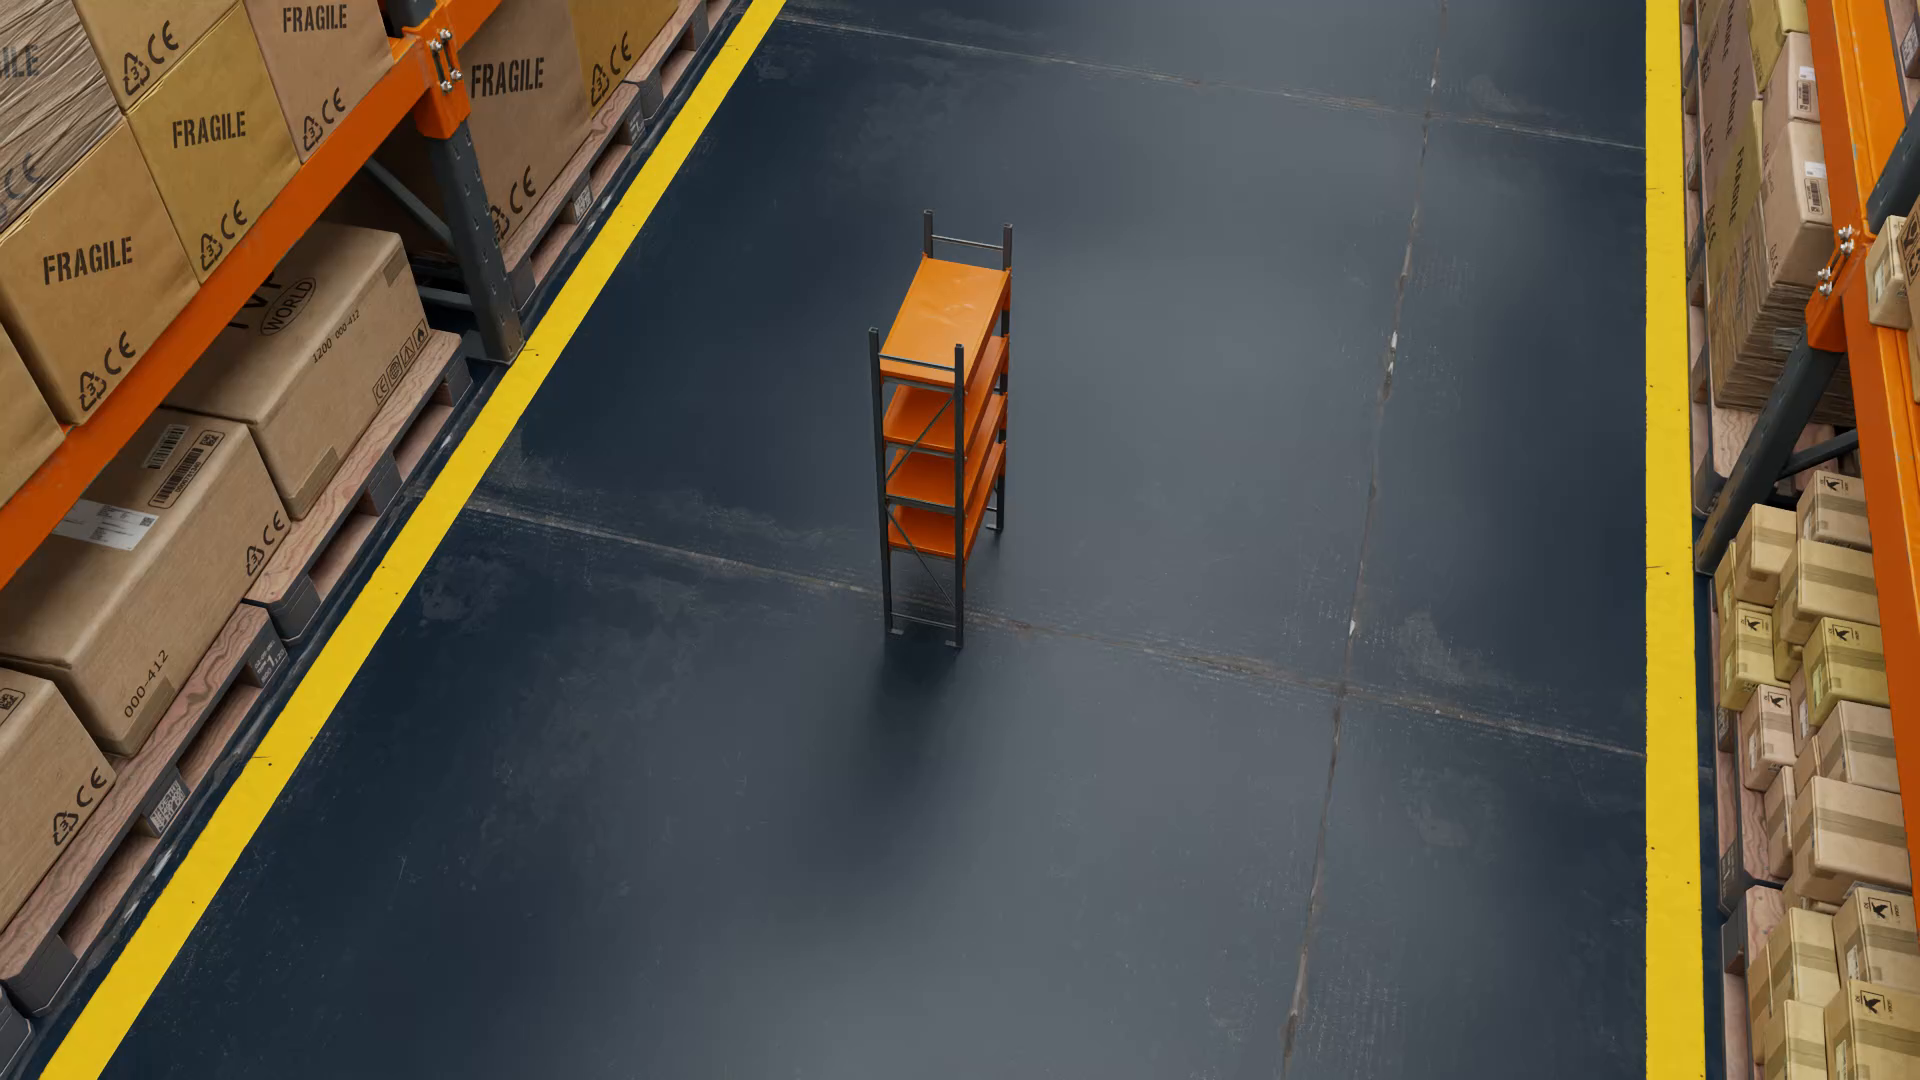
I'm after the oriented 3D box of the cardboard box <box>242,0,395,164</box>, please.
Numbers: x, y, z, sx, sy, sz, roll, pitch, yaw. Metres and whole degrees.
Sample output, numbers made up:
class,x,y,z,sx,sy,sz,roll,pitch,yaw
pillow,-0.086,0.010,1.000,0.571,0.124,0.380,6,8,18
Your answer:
class,x,y,z,sx,sy,sz,roll,pitch,yaw
cardboard box,-1.902,-1.383,4.403,0.500,0.500,0.500,12,50,10

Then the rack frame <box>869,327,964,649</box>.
class,x,y,z,sx,sy,sz,roll,pitch,yaw
rack frame,-0.108,-0.101,4.539,0.240,1.200,0.015,12,50,10

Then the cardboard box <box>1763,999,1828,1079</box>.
class,x,y,z,sx,sy,sz,roll,pitch,yaw
cardboard box,1.977,1.190,3.622,0.380,0.149,0.250,12,50,10

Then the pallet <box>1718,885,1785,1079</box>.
class,x,y,z,sx,sy,sz,roll,pitch,yaw
pallet,2.314,1.469,3.813,1.003,0.211,1.213,12,50,10

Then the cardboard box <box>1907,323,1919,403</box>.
class,x,y,z,sx,sy,sz,roll,pitch,yaw
cardboard box,2.389,-0.407,3.776,0.380,0.149,0.250,13,50,11

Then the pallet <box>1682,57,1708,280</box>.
class,x,y,z,sx,sy,sz,roll,pitch,yaw
pallet,3.298,-1.358,6.308,1.003,0.211,1.213,12,50,10

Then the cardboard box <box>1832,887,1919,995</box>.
class,x,y,z,sx,sy,sz,roll,pitch,yaw
cardboard box,2.152,0.939,3.645,0.380,0.149,0.250,10,49,8

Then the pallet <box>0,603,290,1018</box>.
class,x,y,z,sx,sy,sz,roll,pitch,yaw
pallet,-2.621,0.607,4.574,1.003,0.211,1.213,12,50,10

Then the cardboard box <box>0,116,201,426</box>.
class,x,y,z,sx,sy,sz,roll,pitch,yaw
cardboard box,-2.150,-0.643,3.750,0.500,0.500,0.500,11,49,9

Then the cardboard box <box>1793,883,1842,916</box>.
class,x,y,z,sx,sy,sz,roll,pitch,yaw
cardboard box,2.193,0.846,3.925,0.380,0.149,0.250,14,50,12

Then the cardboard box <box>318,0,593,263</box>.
class,x,y,z,sx,sy,sz,roll,pitch,yaw
cardboard box,-1.940,-1.636,5.830,0.875,0.875,0.875,13,50,11

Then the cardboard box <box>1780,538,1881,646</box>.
class,x,y,z,sx,sy,sz,roll,pitch,yaw
cardboard box,2.356,0.172,4.323,0.380,0.149,0.250,14,50,12

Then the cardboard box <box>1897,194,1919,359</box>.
class,x,y,z,sx,sy,sz,roll,pitch,yaw
cardboard box,2.402,-0.655,3.562,0.500,0.500,0.500,11,49,9

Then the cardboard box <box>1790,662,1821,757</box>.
class,x,y,z,sx,sy,sz,roll,pitch,yaw
cardboard box,2.362,0.457,4.269,0.380,0.149,0.250,11,50,10

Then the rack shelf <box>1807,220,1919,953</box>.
class,x,y,z,sx,sy,sz,roll,pitch,yaw
rack shelf,2.249,0.853,2.976,1.077,0.370,4.000,12,50,10

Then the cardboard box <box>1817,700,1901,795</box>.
class,x,y,z,sx,sy,sz,roll,pitch,yaw
cardboard box,2.290,0.557,3.982,0.380,0.149,0.250,10,49,9

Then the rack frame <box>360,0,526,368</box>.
class,x,y,z,sx,sy,sz,roll,pitch,yaw
rack frame,-2.026,-1.736,4.781,1.000,3.000,0.127,12,50,10

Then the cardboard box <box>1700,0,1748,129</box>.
class,x,y,z,sx,sy,sz,roll,pitch,yaw
cardboard box,3.137,-1.839,6.260,0.500,0.500,0.500,10,49,9

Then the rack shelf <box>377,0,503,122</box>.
class,x,y,z,sx,sy,sz,roll,pitch,yaw
rack shelf,-1.500,-2.944,6.328,1.077,0.370,4.000,12,50,10

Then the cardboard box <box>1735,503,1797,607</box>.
class,x,y,z,sx,sy,sz,roll,pitch,yaw
cardboard box,2.372,0.073,4.608,0.380,0.149,0.250,14,50,12

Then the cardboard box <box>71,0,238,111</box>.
class,x,y,z,sx,sy,sz,roll,pitch,yaw
cardboard box,-2.026,-1.338,3.697,0.500,0.500,0.500,11,49,9

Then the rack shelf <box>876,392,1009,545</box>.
class,x,y,z,sx,sy,sz,roll,pitch,yaw
rack shelf,-0.044,-0.233,4.745,0.258,0.148,0.480,12,50,10

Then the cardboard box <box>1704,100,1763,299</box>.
class,x,y,z,sx,sy,sz,roll,pitch,yaw
cardboard box,2.863,-1.100,5.607,0.500,0.500,0.500,11,49,9

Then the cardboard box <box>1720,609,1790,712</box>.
class,x,y,z,sx,sy,sz,roll,pitch,yaw
cardboard box,2.300,0.365,4.549,0.380,0.149,0.250,13,50,11

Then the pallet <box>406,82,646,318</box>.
class,x,y,z,sx,sy,sz,roll,pitch,yaw
pallet,-1.896,-1.386,6.332,1.003,0.211,1.213,12,50,10

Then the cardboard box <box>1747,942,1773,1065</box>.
class,x,y,z,sx,sy,sz,roll,pitch,yaw
cardboard box,2.068,1.119,3.883,0.380,0.149,0.250,10,49,9

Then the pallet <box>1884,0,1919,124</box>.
class,x,y,z,sx,sy,sz,roll,pitch,yaw
pallet,3.117,-1.292,4.518,1.003,0.211,1.213,12,50,10

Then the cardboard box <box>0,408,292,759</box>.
class,x,y,z,sx,sy,sz,roll,pitch,yaw
cardboard box,-2.530,0.054,4.631,0.875,0.438,0.875,10,49,9

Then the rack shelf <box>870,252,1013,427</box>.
class,x,y,z,sx,sy,sz,roll,pitch,yaw
rack shelf,-0.044,-0.537,4.400,0.258,0.148,0.480,12,50,10

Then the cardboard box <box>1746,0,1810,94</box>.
class,x,y,z,sx,sy,sz,roll,pitch,yaw
cardboard box,3.001,-1.735,5.667,0.500,0.250,0.500,10,49,8

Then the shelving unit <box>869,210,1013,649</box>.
class,x,y,z,sx,sy,sz,roll,pitch,yaw
shelving unit,-0.044,-0.277,4.694,0.258,1.200,0.503,12,50,10

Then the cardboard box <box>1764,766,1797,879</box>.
class,x,y,z,sx,sy,sz,roll,pitch,yaw
cardboard box,2.266,0.749,4.210,0.380,0.149,0.250,11,49,9

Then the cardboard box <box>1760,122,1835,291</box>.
class,x,y,z,sx,sy,sz,roll,pitch,yaw
cardboard box,2.728,-0.980,5.002,0.500,0.250,0.500,10,49,9
